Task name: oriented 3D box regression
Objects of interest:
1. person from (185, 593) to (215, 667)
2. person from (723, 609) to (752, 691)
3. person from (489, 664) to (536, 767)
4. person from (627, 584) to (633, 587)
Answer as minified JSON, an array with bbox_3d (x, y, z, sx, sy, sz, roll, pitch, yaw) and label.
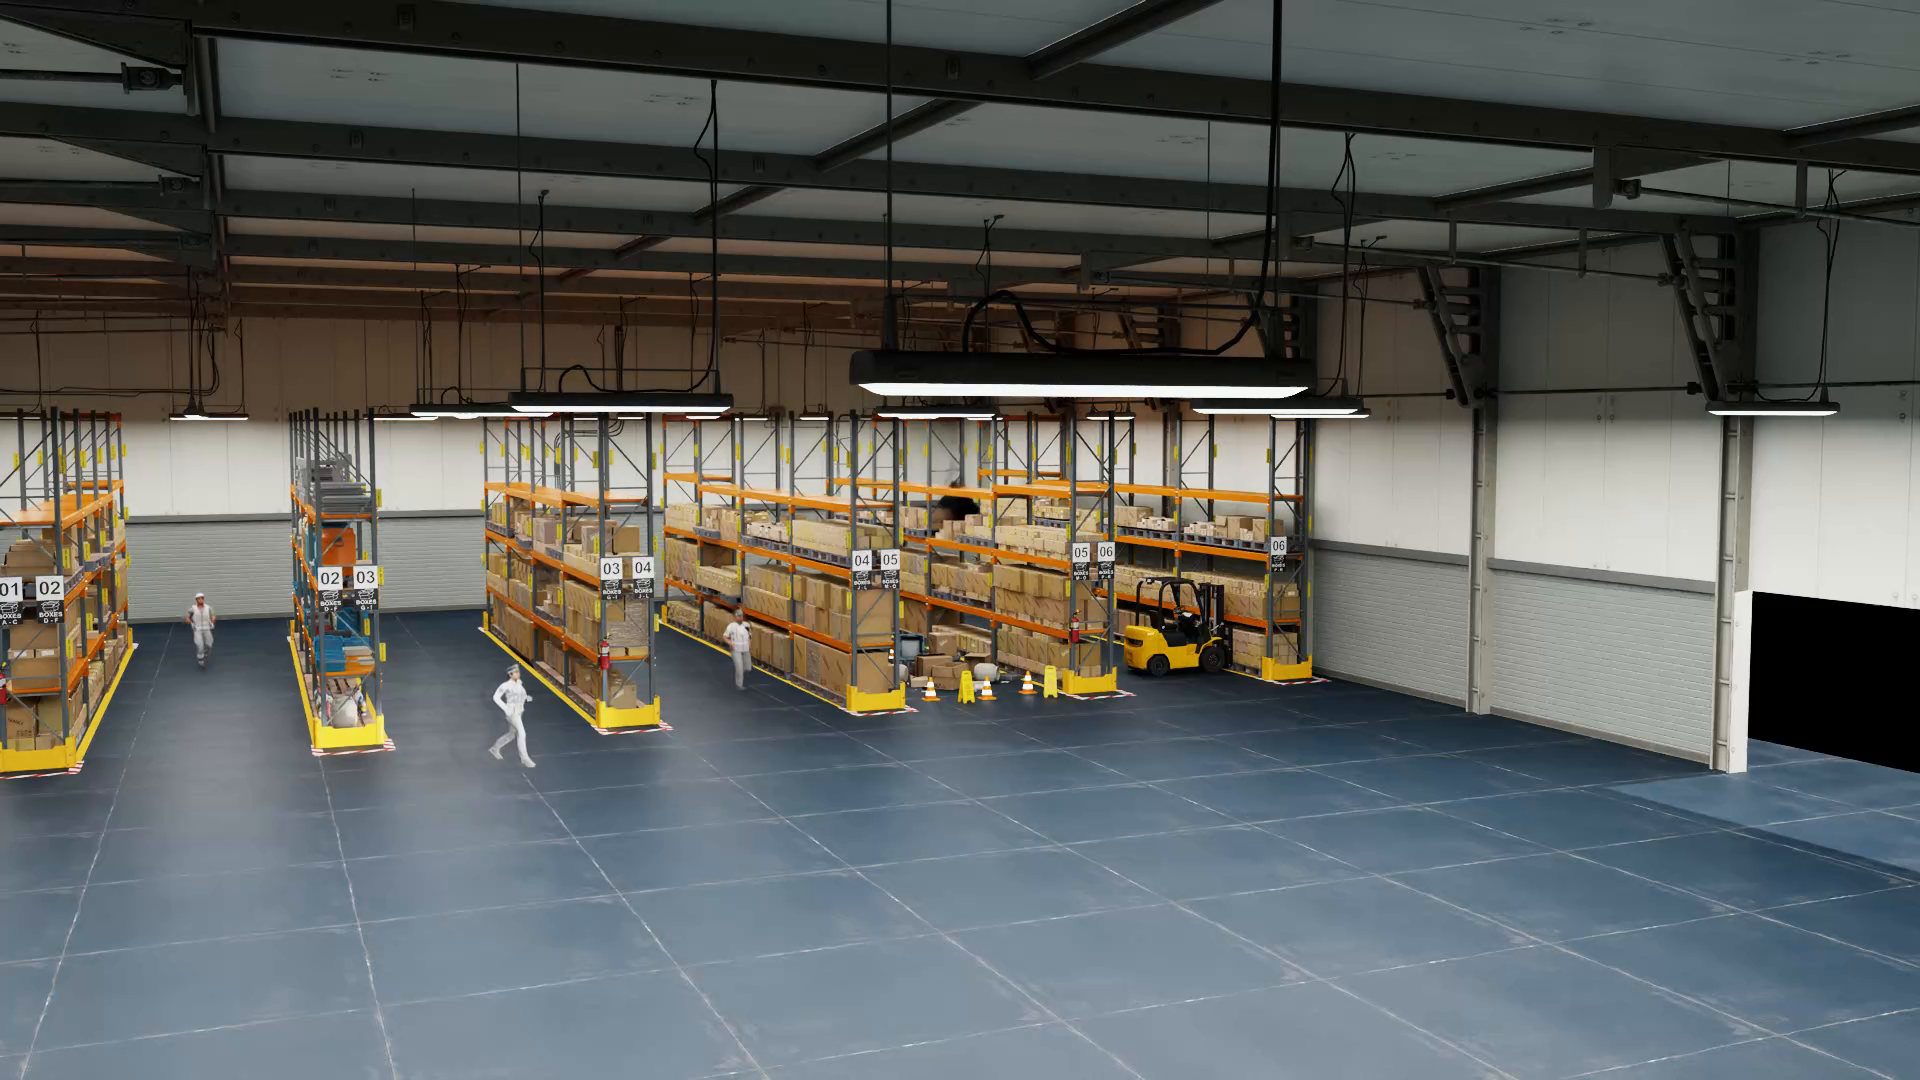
[{"bbox_3d":[-17.800,2.118,39.031,0.651,1.739,0.612,-3,5,-35],"label":"person"},{"bbox_3d":[-4.756,2.348,35.777,0.664,1.733,0.645,-2,5,-30],"label":"person"},{"bbox_3d":[-7.499,2.924,27.886,0.869,1.718,0.598,1,4,14],"label":"person"},{"bbox_3d":[-9.385,1.653,46.549,0.601,1.627,0.511,-1,4,-8],"label":"person"}]
